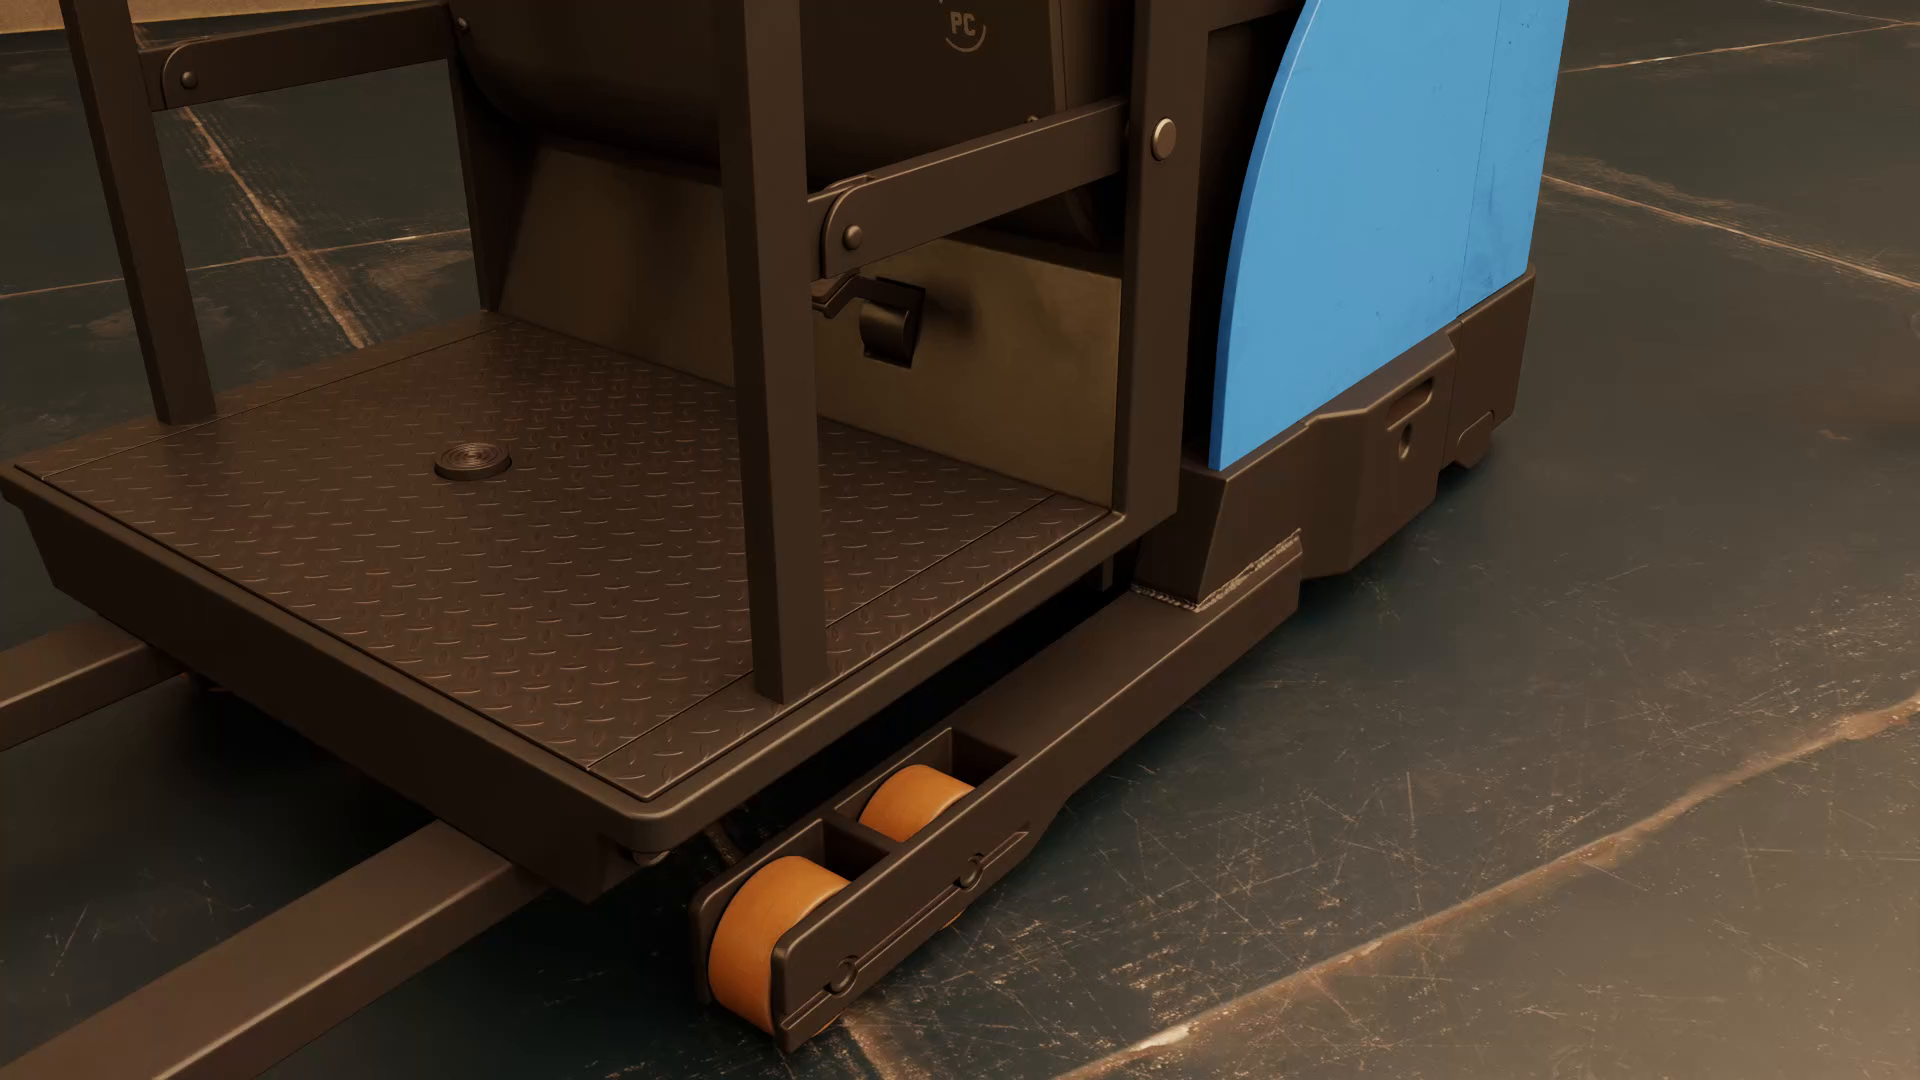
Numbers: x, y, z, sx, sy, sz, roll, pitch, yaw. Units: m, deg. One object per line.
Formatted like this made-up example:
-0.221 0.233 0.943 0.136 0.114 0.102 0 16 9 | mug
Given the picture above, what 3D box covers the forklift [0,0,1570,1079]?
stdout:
-0.375 -1.090 1.409 1.130 2.935 3.031 19 33 33 | forklift
